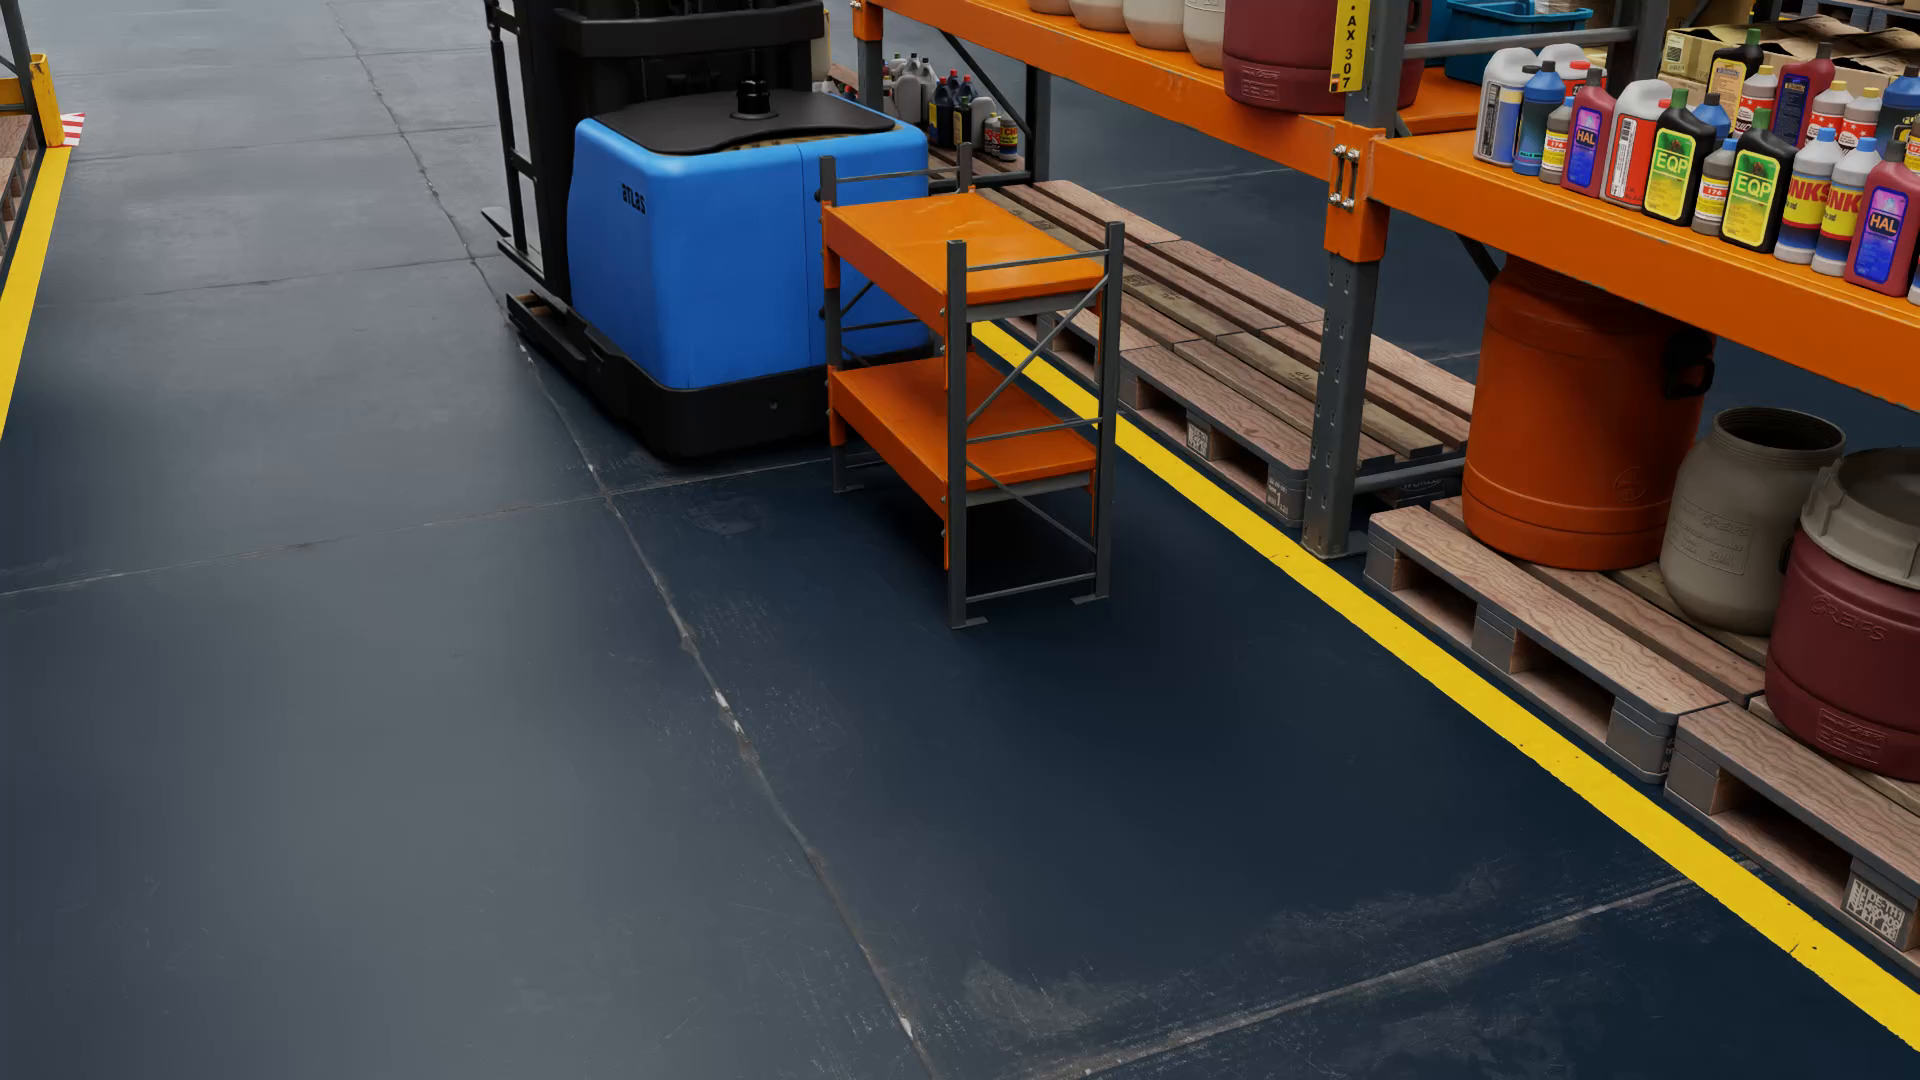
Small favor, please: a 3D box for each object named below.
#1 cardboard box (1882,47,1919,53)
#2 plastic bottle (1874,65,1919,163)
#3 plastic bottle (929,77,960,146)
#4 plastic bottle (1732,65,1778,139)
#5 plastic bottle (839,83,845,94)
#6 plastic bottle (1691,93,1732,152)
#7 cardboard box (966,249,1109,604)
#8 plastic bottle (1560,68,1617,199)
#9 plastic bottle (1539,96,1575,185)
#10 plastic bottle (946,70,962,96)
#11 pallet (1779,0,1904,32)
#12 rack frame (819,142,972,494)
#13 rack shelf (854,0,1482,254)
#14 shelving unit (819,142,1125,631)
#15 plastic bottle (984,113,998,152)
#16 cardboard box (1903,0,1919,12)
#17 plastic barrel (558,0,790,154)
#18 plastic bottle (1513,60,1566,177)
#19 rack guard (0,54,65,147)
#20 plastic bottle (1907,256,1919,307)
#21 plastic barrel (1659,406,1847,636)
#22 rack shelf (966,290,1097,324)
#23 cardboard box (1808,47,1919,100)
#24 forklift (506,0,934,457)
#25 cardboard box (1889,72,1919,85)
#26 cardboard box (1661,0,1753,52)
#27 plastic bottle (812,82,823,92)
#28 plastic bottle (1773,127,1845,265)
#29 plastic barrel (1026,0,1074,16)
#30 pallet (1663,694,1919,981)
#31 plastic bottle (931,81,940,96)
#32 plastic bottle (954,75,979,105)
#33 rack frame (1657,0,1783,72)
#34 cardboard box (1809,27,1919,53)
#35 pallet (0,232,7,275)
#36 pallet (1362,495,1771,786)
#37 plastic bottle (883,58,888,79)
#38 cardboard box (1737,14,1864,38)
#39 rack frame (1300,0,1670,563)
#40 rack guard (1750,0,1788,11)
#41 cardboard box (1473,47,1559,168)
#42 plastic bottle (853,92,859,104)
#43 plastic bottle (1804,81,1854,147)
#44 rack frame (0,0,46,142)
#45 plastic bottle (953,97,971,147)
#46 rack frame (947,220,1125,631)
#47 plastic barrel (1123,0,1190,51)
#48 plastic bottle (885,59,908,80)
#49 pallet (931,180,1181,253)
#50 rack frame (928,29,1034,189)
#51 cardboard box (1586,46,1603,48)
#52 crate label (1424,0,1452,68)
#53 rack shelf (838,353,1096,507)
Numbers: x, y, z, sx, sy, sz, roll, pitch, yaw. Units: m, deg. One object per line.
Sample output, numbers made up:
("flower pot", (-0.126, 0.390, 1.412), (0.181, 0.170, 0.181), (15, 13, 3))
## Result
("cardboard box", (5.366, -2.532, 9.033), (0.500, 0.311, 0.500), (-11, 28, -21))
("plastic bottle", (2.294, -1.018, 4.063), (0.097, 0.271, 0.097), (0, 26, 0))
("plastic bottle", (-0.085, -2.382, 9.227), (0.144, 0.351, 0.185), (-11, 28, -21))
("plastic bottle", (2.128, -1.158, 4.430), (0.097, 0.201, 0.097), (0, 26, 0))
("plastic bottle", (-0.653, -2.426, 9.394), (0.061, 0.283, 0.133), (-11, 28, -21))
("plastic bottle", (1.678, -0.871, 3.763), (0.097, 0.271, 0.097), (0, 26, 0))
("cardboard box", (0.200, -0.297, 4.577), (0.475, 0.981, 0.035), (-12, 28, -23))
("plastic bottle", (1.507, -0.964, 3.939), (0.061, 0.283, 0.133), (-11, 28, -21))
("plastic bottle", (1.479, -0.977, 4.059), (0.097, 0.201, 0.097), (0, 26, 0))
("plastic bottle", (-0.026, -2.483, 9.434), (0.144, 0.351, 0.185), (-12, 28, -23))
("pallet", (5.877, -1.760, 8.614), (9.879, 0.211, 12.008), (-11, 28, -21))
("rack frame", (-0.196, -0.708, 5.418), (0.500, 1.125, 0.032), (-11, 28, -21))
("rack shelf", (0.765, -1.872, 6.484), (1.077, 0.370, 4.000), (-11, 28, -21))
("shelving unit", (-11.214, -3.521, 5.624), (19.663, 6.000, 13.307), (-11, 28, -21))
("plastic bottle", (0.181, -2.228, 9.083), (0.097, 0.201, 0.097), (0, 26, 0))
("cardboard box", (8.184, -4.564, 13.526), (0.700, 0.500, 0.500), (-12, 29, -24))
("plastic barrel", (-0.982, -2.038, 5.975), (0.905, 2.708, 0.517), (-11, 28, -21))
("plastic bottle", (1.440, -1.048, 4.124), (0.097, 0.271, 0.097), (0, 26, 0))
("rack guard", (-6.112, -2.612, 10.030), (1.175, 0.500, 0.348), (-11, 28, -21))
("plastic bottle", (1.893, -0.582, 3.169), (0.097, 0.271, 0.097), (0, 26, 0))
("plastic barrel", (2.059, -0.051, 4.292), (0.421, 0.512, 0.421), (0, 26, 0))
("rack shelf", (0.003, -0.814, 4.846), (0.416, 0.054, 0.922), (-11, 28, -21))
("cardboard box", (4.869, -2.436, 8.836), (0.500, 0.311, 0.500), (-12, 28, -22))
("forklift", (-1.999, -10.742, 24.011), (19.219, 2.843, 37.697), (-14, 29, -26))
("cardboard box", (5.077, -2.227, 8.408), (0.500, 0.311, 0.500), (-10, 28, -19))
("cardboard box", (4.647, -3.383, 10.560), (0.500, 0.500, 0.500), (-11, 28, -21))
("plastic bottle", (-0.797, -2.461, 9.474), (0.152, 0.276, 0.135), (-10, 28, -20))
("plastic bottle", (2.178, -0.287, 2.566), (0.097, 0.271, 2.212), (-11, 28, -21))
("plastic barrel", (0.442, -2.343, 6.475), (0.433, 0.535, 0.433), (0, 26, 0))
("pallet", (2.369, 0.669, 3.640), (1.003, 0.211, 1.213), (-11, 28, -21))
("plastic bottle", (-0.119, -2.500, 9.560), (0.097, 0.271, 0.097), (0, 26, 0))
("plastic bottle", (0.047, -2.407, 9.278), (0.144, 0.351, 0.185), (-10, 28, -19))
("rack frame", (4.541, -3.852, 9.720), (1.000, 3.000, 0.127), (-11, 28, -21))
("cardboard box", (5.173, -2.734, 9.446), (0.500, 0.311, 0.500), (-10, 28, -19))
("pallet", (-4.871, -1.163, 7.392), (1.003, 0.211, 1.213), (-11, 28, -21))
("pallet", (1.895, 0.177, 4.647), (1.003, 0.211, 1.213), (-11, 28, -21))
("plastic bottle", (-0.486, -2.803, 10.167), (0.061, 0.283, 0.133), (-11, 28, -21))
("cardboard box", (4.963, -2.943, 9.874), (0.500, 0.311, 0.500), (-11, 28, -21))
("rack frame", (1.548, -1.387, 4.673), (1.000, 3.000, 0.127), (-11, 28, -21))
("rack guard", (7.561, -5.165, 15.259), (1.175, 0.500, 0.348), (-11, 28, -21))
("cardboard box", (5.470, 0.347, 2.493), (5.886, 1.356, 7.345), (-11, 28, -21))
("plastic bottle", (-0.536, -2.220, 8.896), (0.144, 0.351, 0.185), (-11, 28, -22))
("plastic bottle", (2.218, -1.065, 4.239), (0.097, 0.201, 0.097), (0, 26, 0))
("rack frame", (-6.142, -3.766, 9.544), (1.000, 3.000, 0.127), (-11, 28, -21))
("plastic bottle", (0.011, -2.290, 9.117), (0.061, 0.283, 0.133), (-11, 28, -21))
("rack frame", (0.202, -0.298, 4.577), (0.500, 1.125, 0.032), (-11, 28, -21))
("plastic barrel", (0.784, -1.986, 5.772), (0.421, 0.512, 0.421), (0, 26, 0))
("plastic bottle", (-0.389, -2.818, 10.206), (0.152, 0.276, 0.135), (-10, 28, -20))
("pallet", (0.325, -1.439, 7.956), (1.003, 0.211, 1.213), (-11, 28, -21))
("rack frame", (-0.021, -3.002, 7.979), (0.949, 2.616, 0.053), (-11, 28, -21))
("cardboard box", (3.971, -3.158, 10.955), (0.500, 0.250, 0.500), (-11, 28, -21))
("crate label", (1.408, -1.851, 5.582), (0.502, 0.435, 0.616), (-11, 28, -21))
("rack shelf", (0.003, -0.349, 5.073), (0.459, 0.093, 0.952), (-11, 28, -21))
